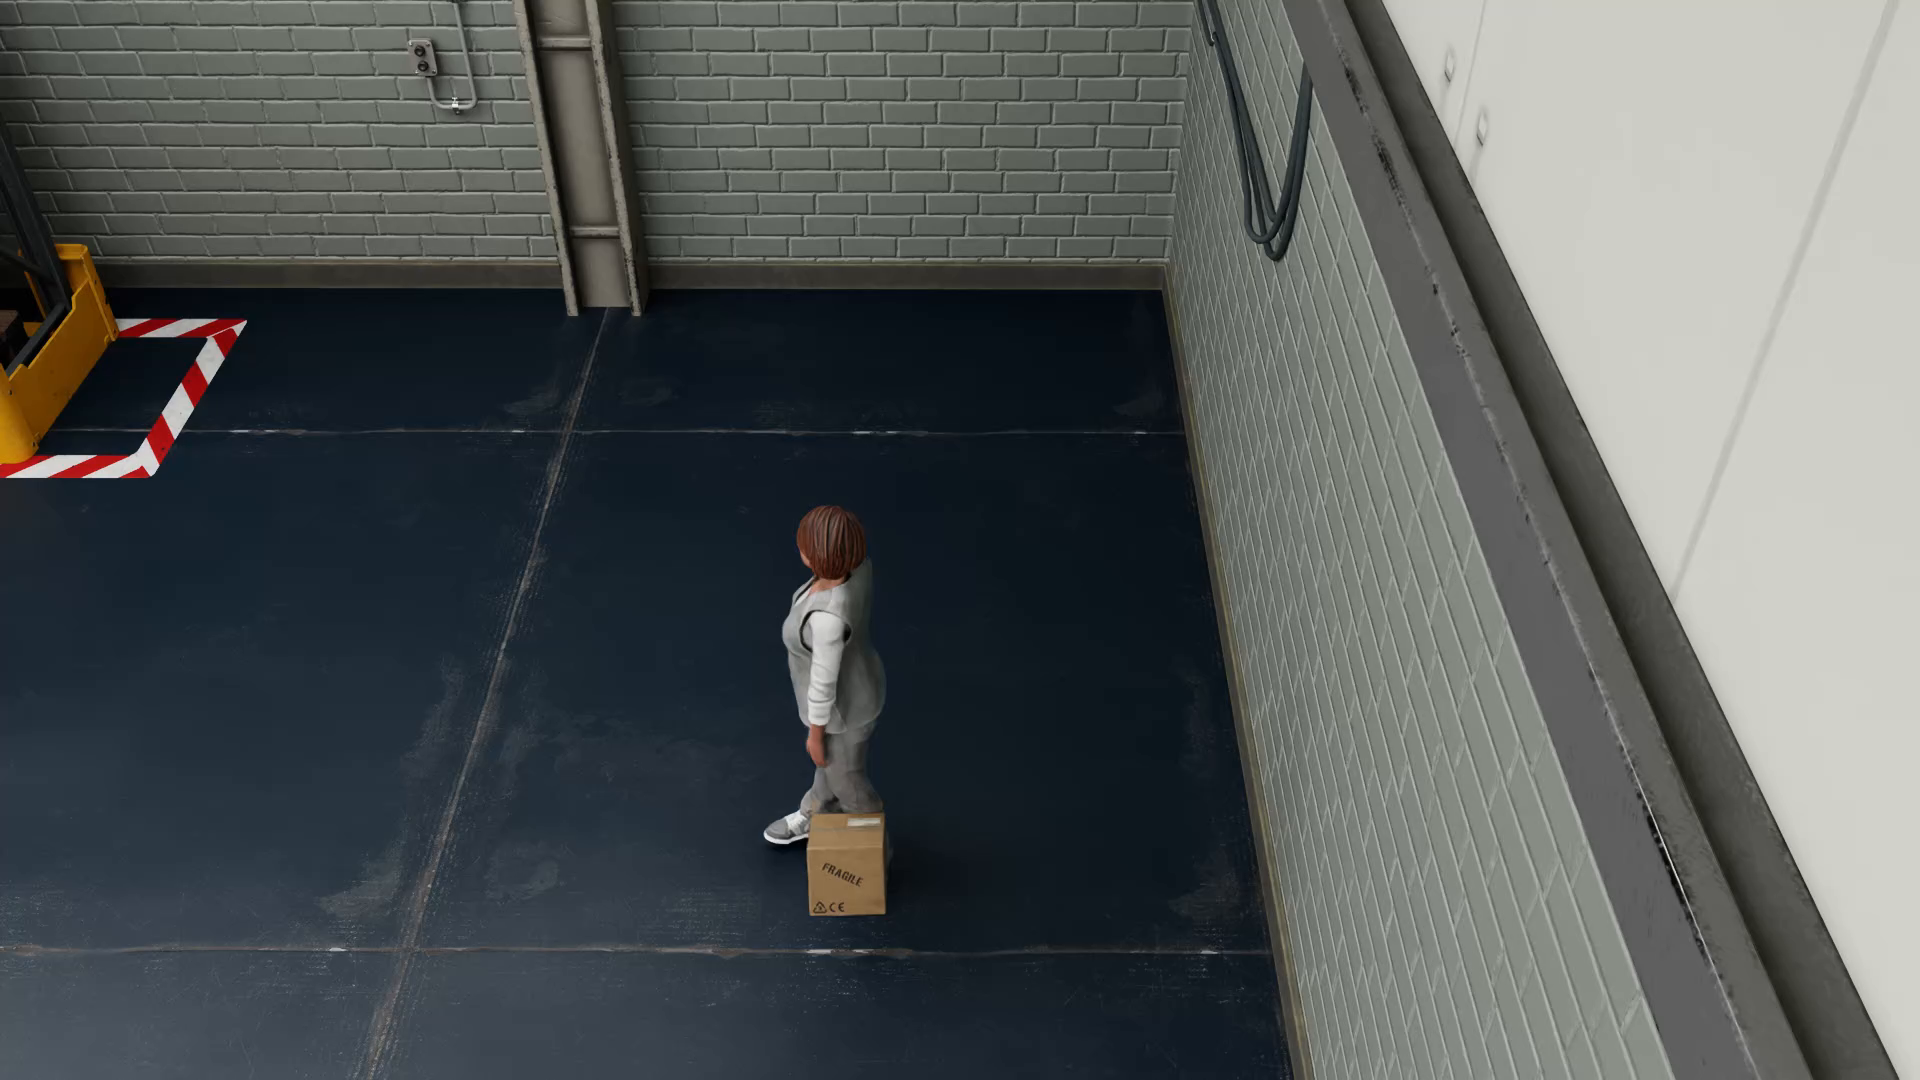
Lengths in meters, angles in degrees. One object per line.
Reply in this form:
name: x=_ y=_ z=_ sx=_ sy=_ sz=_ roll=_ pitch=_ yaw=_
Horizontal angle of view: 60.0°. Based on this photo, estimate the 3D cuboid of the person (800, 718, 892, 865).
person: x=-0.410 y=0.745 z=5.690 sx=0.351 sy=0.890 sz=0.353 roll=2 pitch=40 yaw=2
